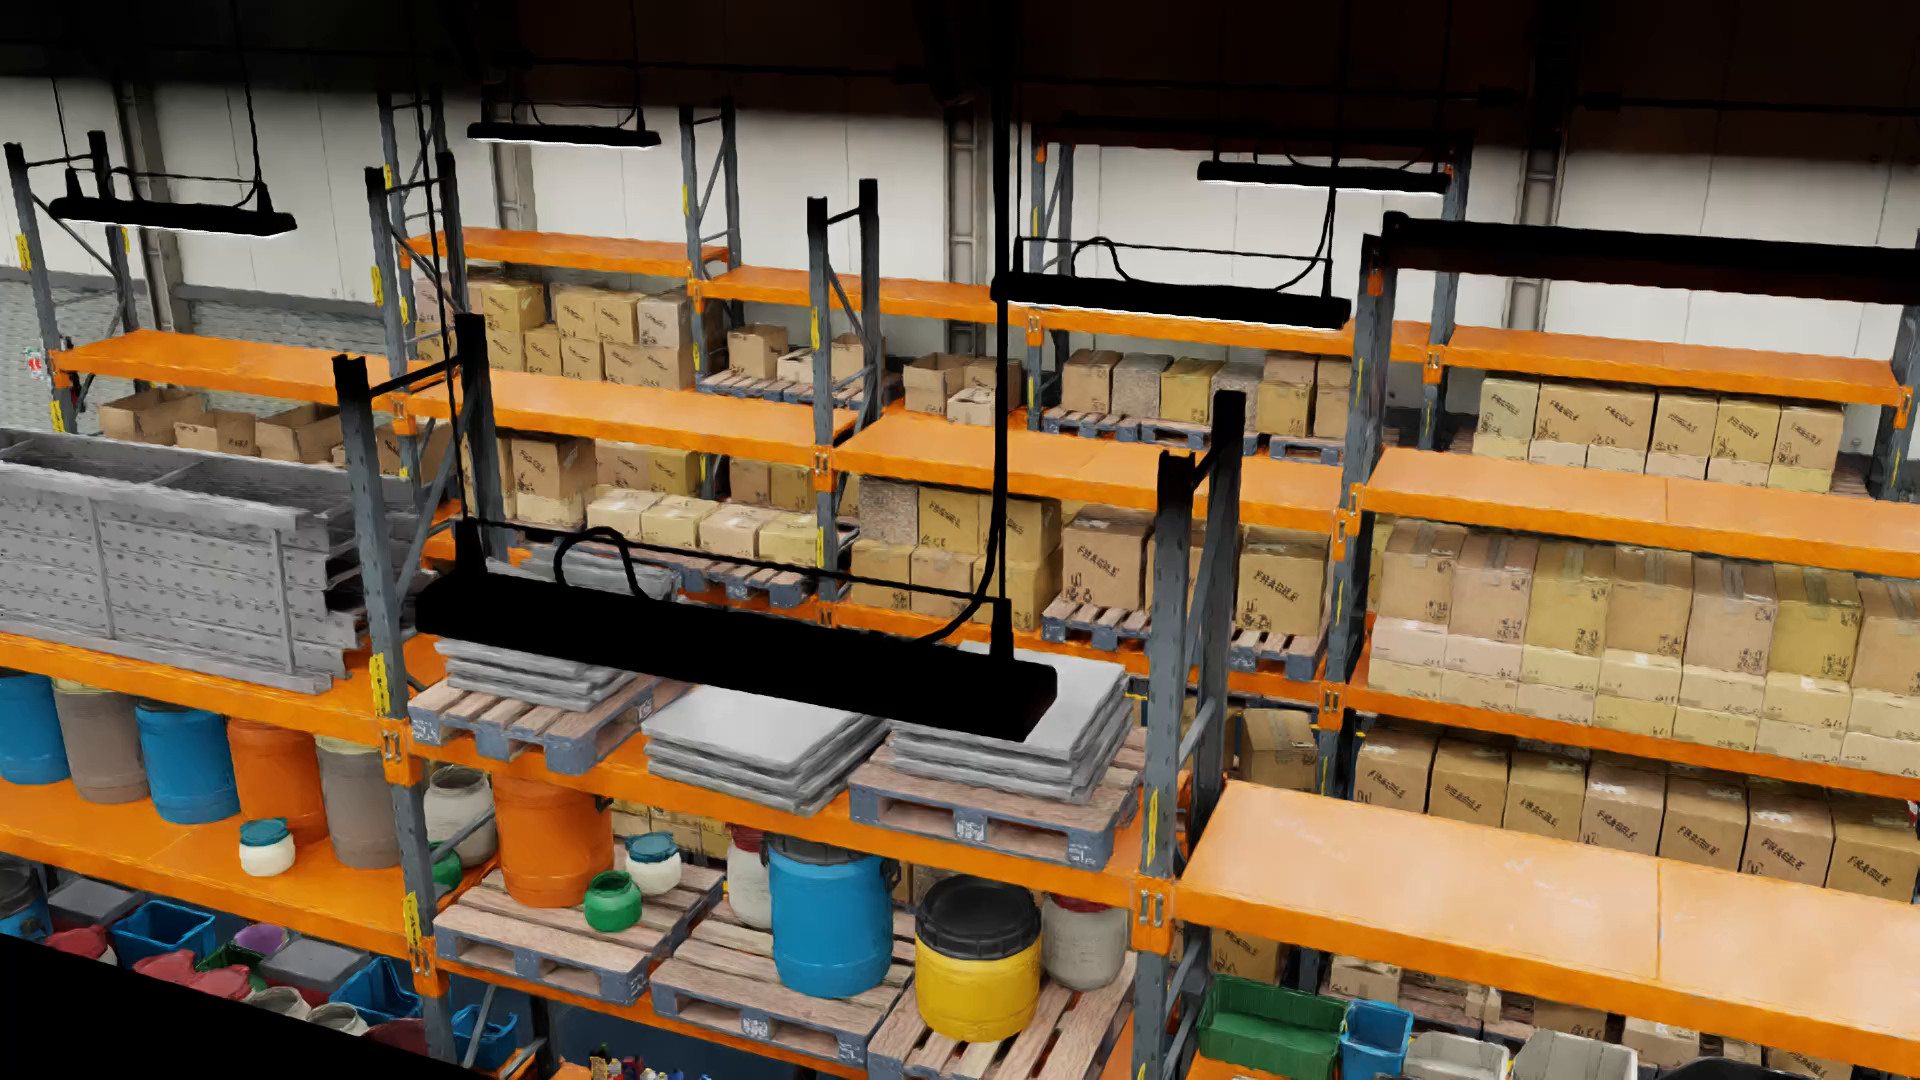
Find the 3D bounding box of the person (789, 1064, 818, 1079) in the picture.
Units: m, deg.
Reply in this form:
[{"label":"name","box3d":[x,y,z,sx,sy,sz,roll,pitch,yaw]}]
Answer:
[{"label":"person","box3d":[-0.858,3.263,11.480,1.115,1.648,0.543,9,23,22]}]

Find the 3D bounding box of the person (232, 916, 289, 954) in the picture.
[{"label":"person","box3d":[-4.868,3.199,11.769,0.876,1.498,0.454,19,28,41]}]
